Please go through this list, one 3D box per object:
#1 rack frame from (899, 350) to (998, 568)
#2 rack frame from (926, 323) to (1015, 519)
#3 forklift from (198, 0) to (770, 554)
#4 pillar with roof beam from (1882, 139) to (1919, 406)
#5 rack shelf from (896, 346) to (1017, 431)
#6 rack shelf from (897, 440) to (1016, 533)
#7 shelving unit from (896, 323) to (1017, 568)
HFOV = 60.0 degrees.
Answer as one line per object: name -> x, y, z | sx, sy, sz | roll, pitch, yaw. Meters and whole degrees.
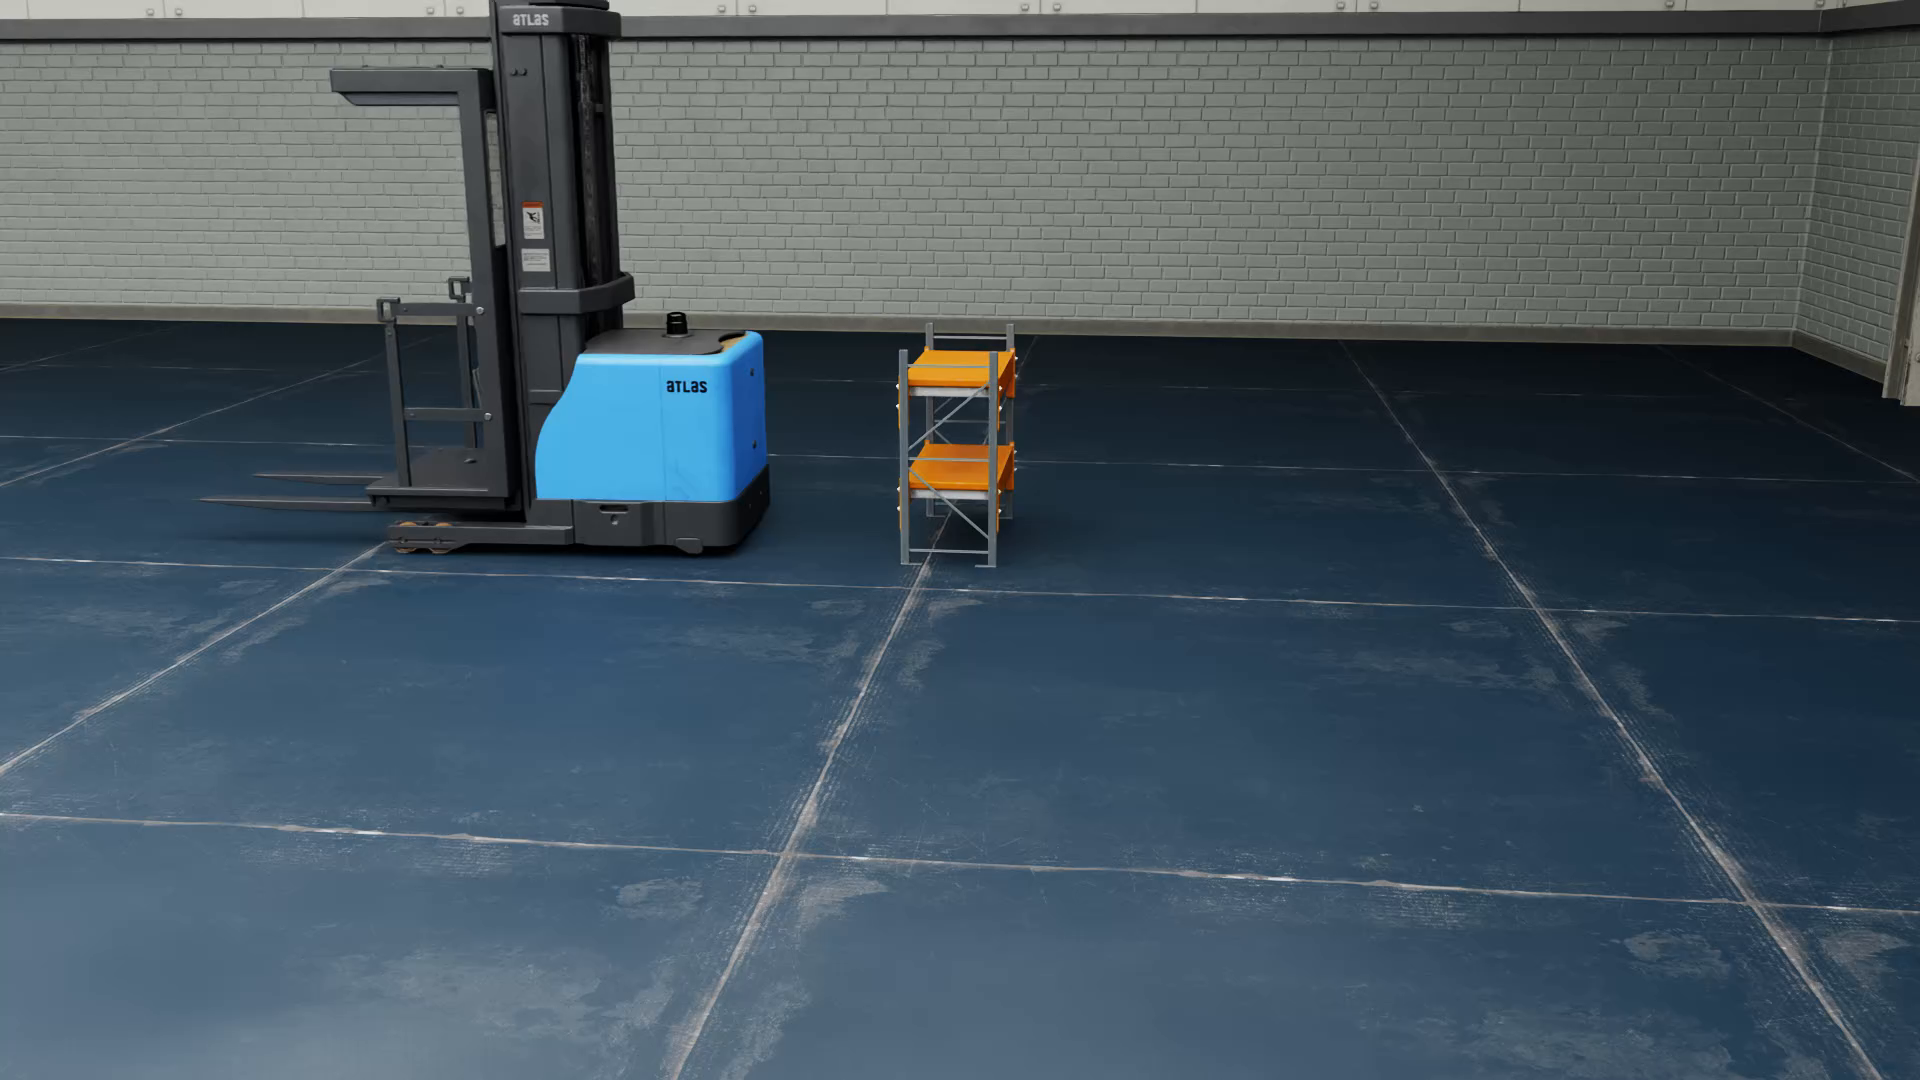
rack frame -> -0.058, -0.409, 8.521 | 0.500, 1.125, 0.032 | 2, 15, 6
rack frame -> 0.057, -0.673, 9.496 | 0.500, 1.125, 0.032 | 2, 15, 6
forklift -> -2.645, -1.475, 9.004 | 3.031, 2.935, 1.130 | 1, 15, 4
pillar with roof beam -> 3.306, -5.574, 12.537 | 9.100, 9.000, 0.400 | 2, 15, 6
rack shelf -> -0.001, -0.824, 8.932 | 0.538, 0.278, 1.000 | 2, 15, 6
rack shelf -> -0.001, -0.305, 9.073 | 0.538, 0.278, 1.000 | 2, 15, 6
shelving unit -> -0.001, -0.541, 9.009 | 0.538, 1.125, 1.048 | 2, 15, 6
